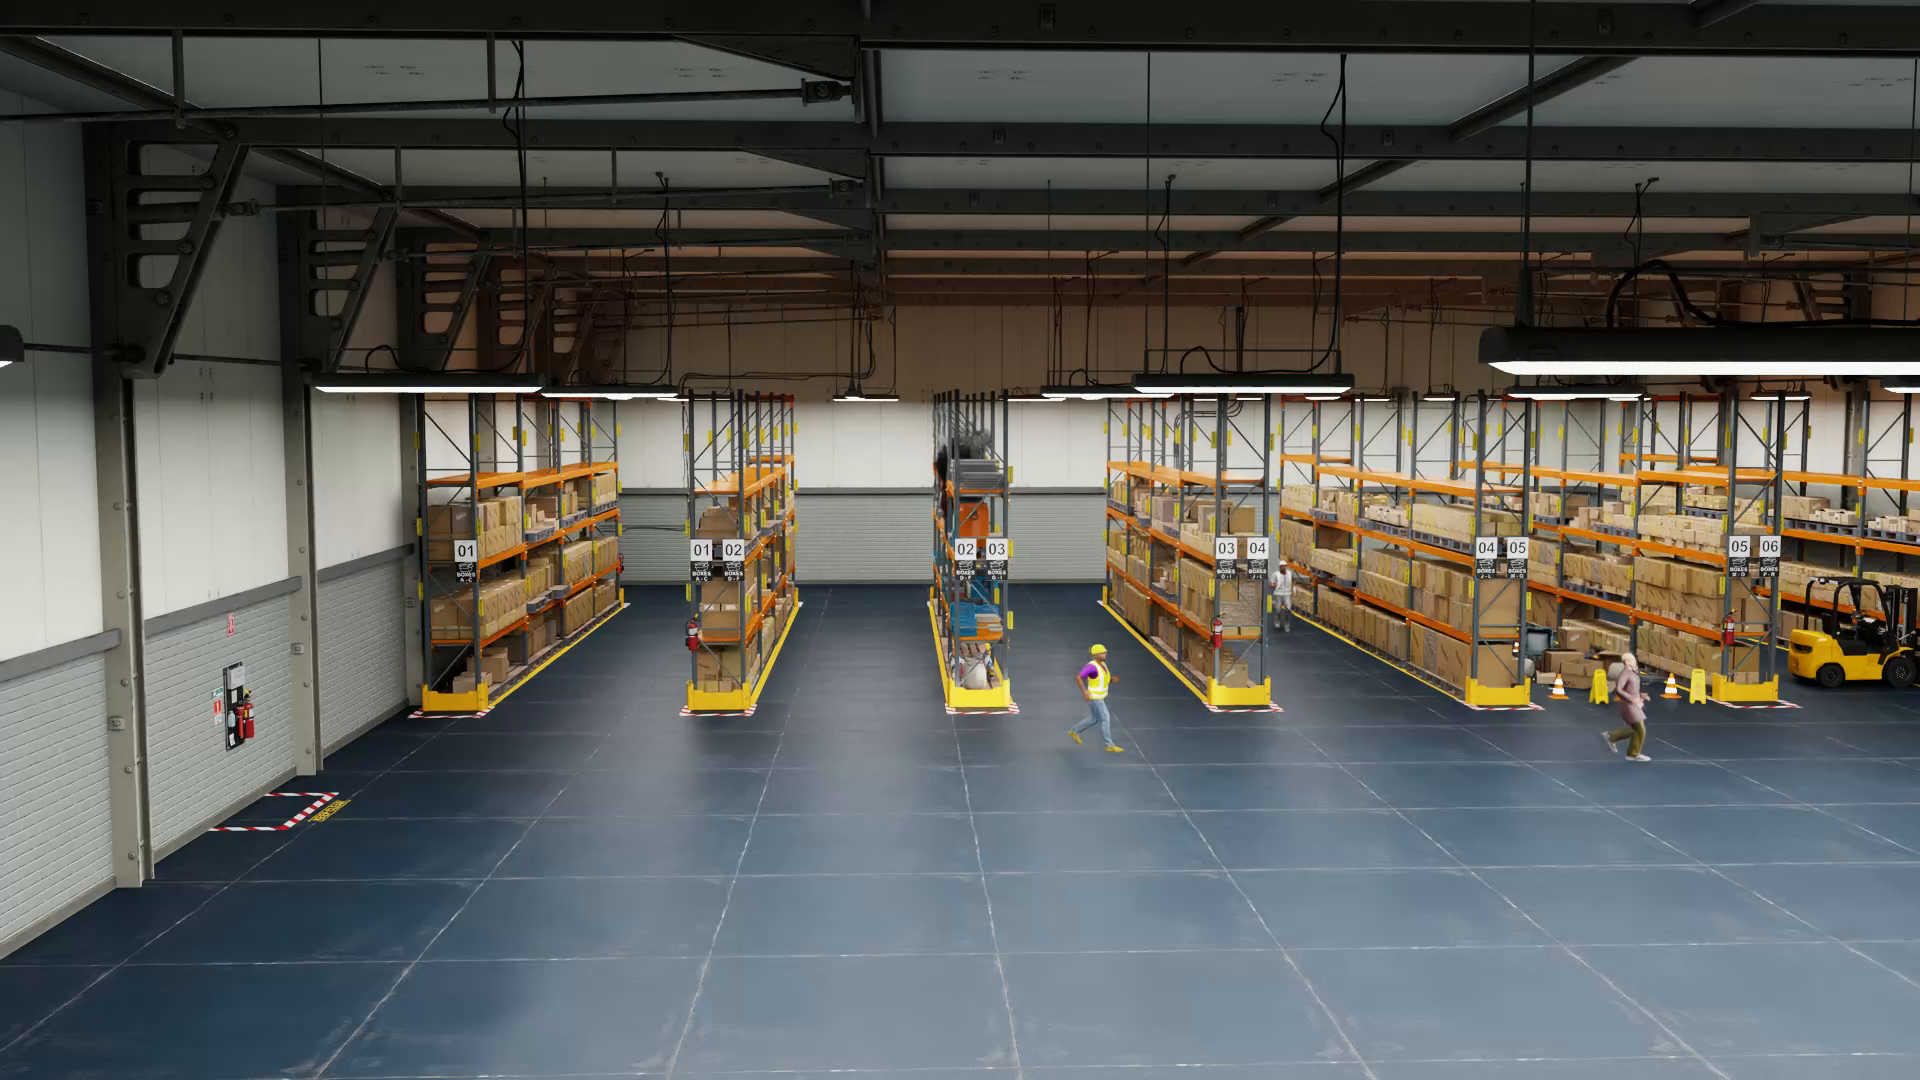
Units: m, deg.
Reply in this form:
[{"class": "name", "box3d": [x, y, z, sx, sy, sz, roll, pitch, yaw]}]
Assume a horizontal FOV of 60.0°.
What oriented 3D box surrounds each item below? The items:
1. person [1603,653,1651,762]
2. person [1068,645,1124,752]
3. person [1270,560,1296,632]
[{"class": "person", "box3d": [10.724, 2.677, 26.731, 0.754, 1.730, 0.712, 3, 5, 31]}, {"class": "person", "box3d": [2.235, 2.583, 27.334, 0.981, 1.750, 0.701, 2, 5, 22]}, {"class": "person", "box3d": [8.151, 1.435, 41.921, 0.711, 1.850, 0.746, 0, 5, -1]}]
